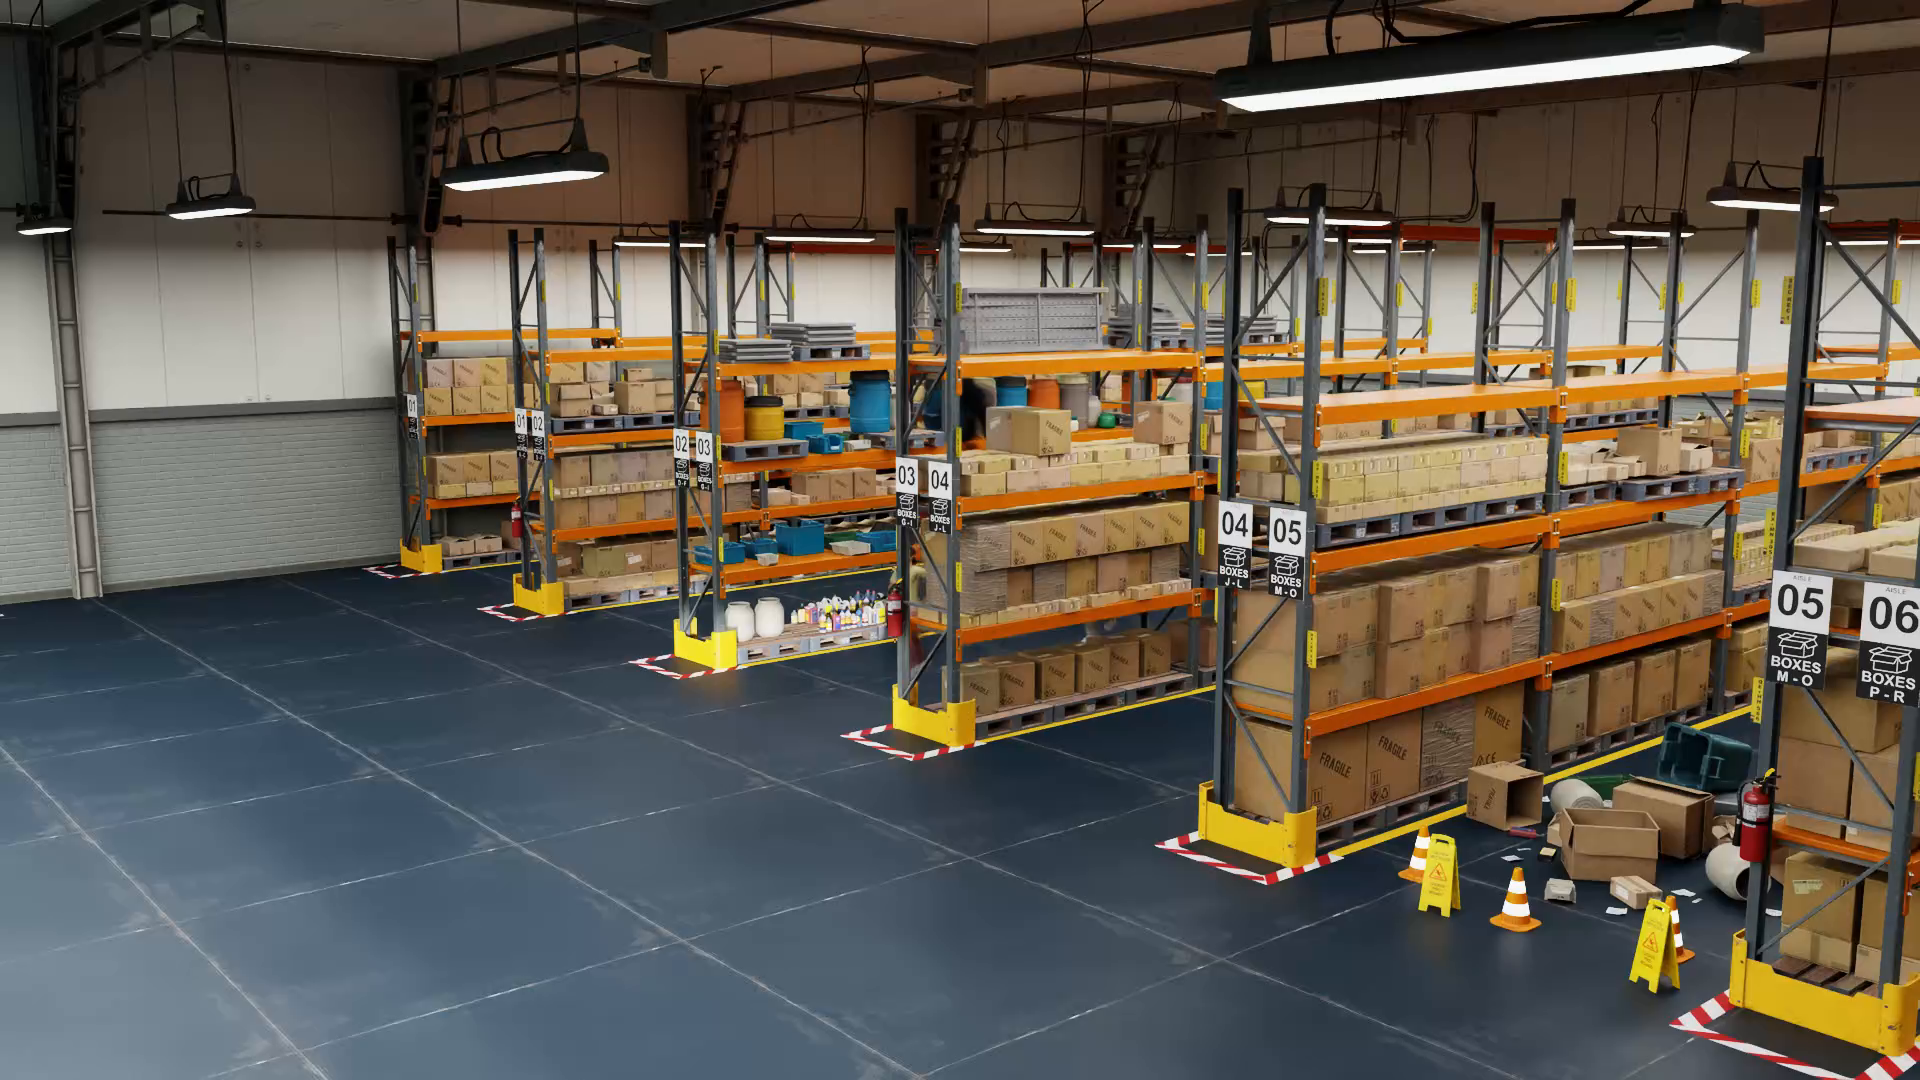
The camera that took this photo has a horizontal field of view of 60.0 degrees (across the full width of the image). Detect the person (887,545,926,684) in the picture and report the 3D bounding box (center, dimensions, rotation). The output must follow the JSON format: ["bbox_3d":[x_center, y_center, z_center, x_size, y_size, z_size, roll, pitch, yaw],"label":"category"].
[{"bbox_3d":[-0.649,0.921,20.888,0.581,1.736,0.684,8,12,42],"label":"person"}]

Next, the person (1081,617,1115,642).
[{"bbox_3d":[1.844,0.542,22.742,0.693,1.737,0.670,8,12,43],"label":"person"}]

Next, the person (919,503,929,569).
[{"bbox_3d":[-0.448,-0.322,28.546,0.624,1.687,0.671,8,12,41],"label":"person"}]
